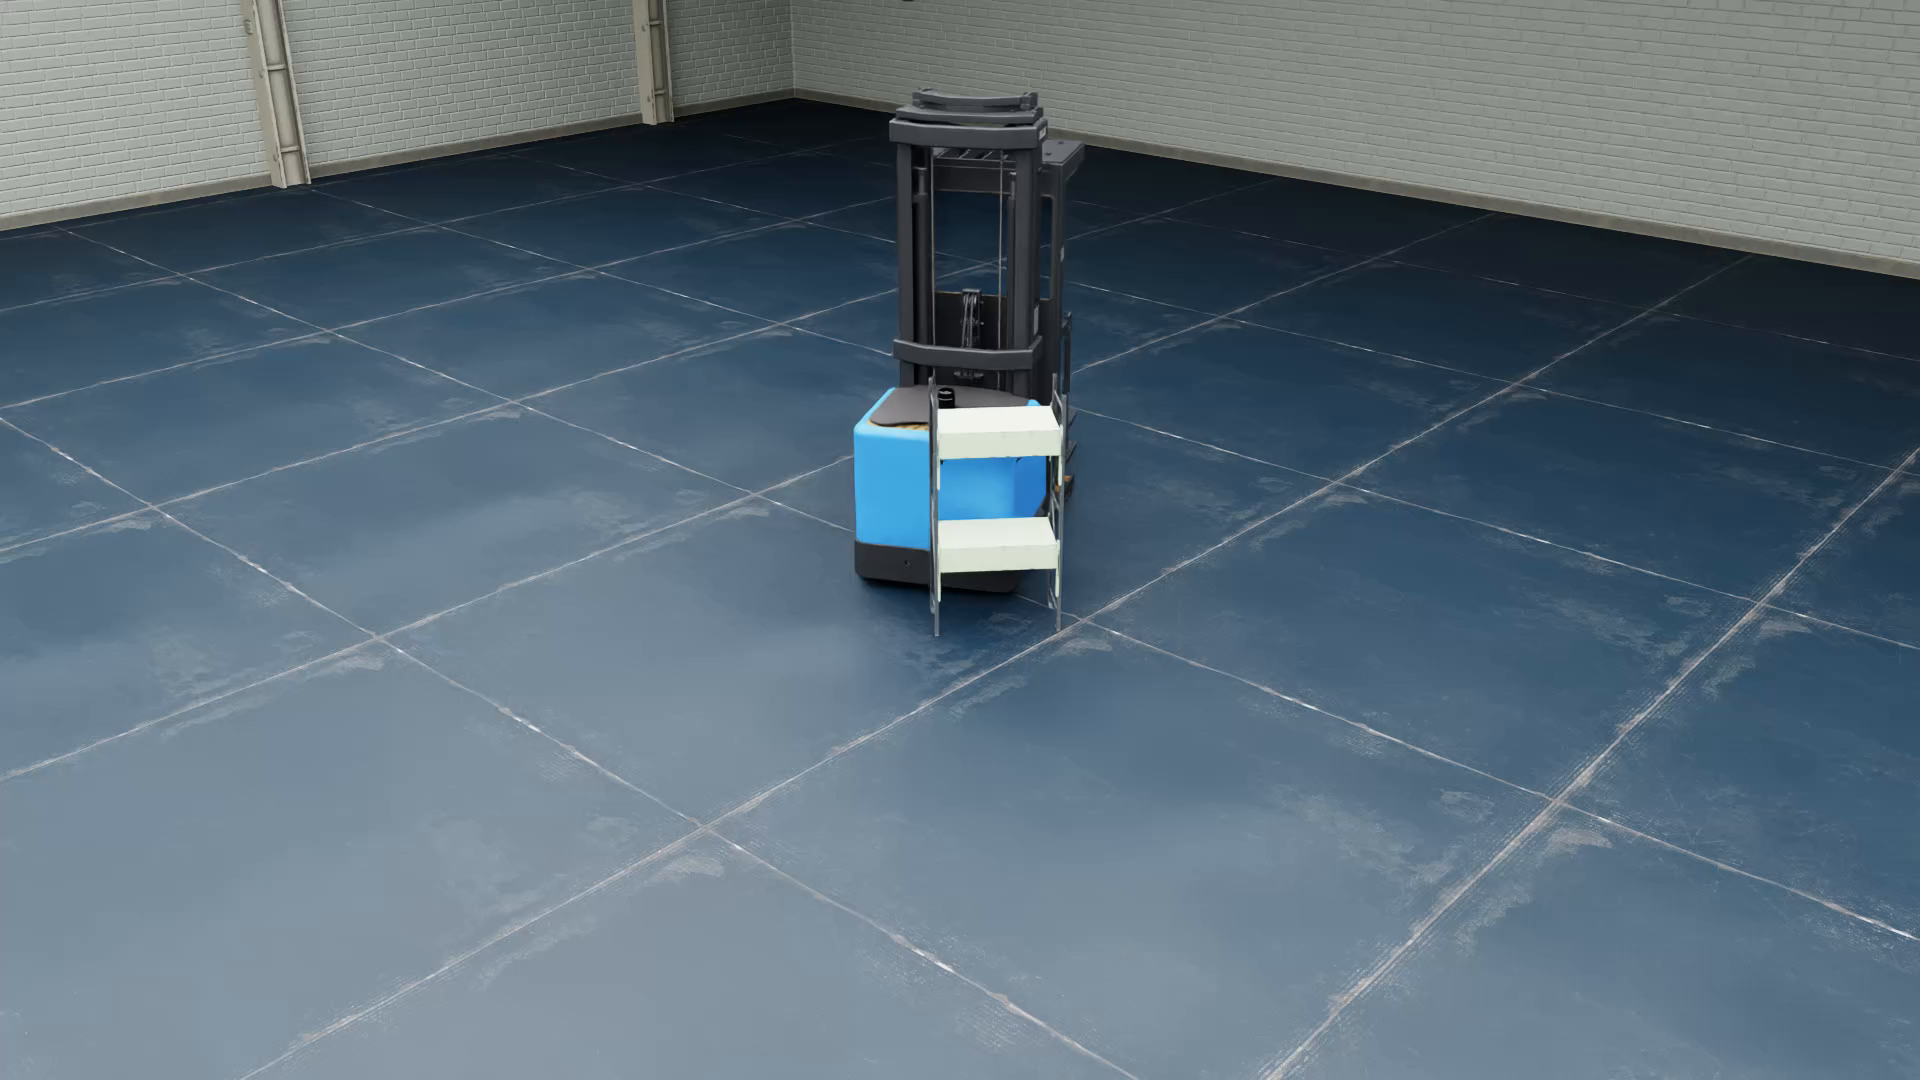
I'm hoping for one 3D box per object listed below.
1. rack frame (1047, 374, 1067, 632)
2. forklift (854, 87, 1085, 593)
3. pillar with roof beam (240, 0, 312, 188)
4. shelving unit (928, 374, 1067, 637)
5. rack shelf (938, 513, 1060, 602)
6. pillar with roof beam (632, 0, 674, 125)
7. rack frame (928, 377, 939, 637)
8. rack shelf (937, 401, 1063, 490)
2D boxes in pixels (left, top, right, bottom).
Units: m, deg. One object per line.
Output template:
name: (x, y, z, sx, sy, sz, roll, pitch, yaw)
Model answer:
rack frame: (0.574, -0.211, 9.888, 0.023, 1.500, 0.400, -2, 24, -5)
forklift: (0.198, -1.588, 11.210, 1.130, 2.935, 3.031, 6, 25, 13)
pillar with roof beam: (-5.447, -7.538, 17.062, 9.100, 9.000, 0.400, 20, 31, 38)
shelving unit: (0.209, -0.198, 9.858, 0.755, 1.500, 0.431, -2, 24, -5)
rack shelf: (0.209, 0.100, 9.991, 0.720, 0.370, 0.431, -2, 24, -5)
pillar with roof beam: (-1.442, -9.366, 21.140, 9.100, 9.000, 0.400, 20, 31, 38)
rack frame: (-0.155, -0.184, 9.827, 0.023, 1.500, 0.400, -2, 24, -5)
rack shelf: (0.209, -0.554, 9.698, 0.720, 0.370, 0.431, -2, 24, -5)
